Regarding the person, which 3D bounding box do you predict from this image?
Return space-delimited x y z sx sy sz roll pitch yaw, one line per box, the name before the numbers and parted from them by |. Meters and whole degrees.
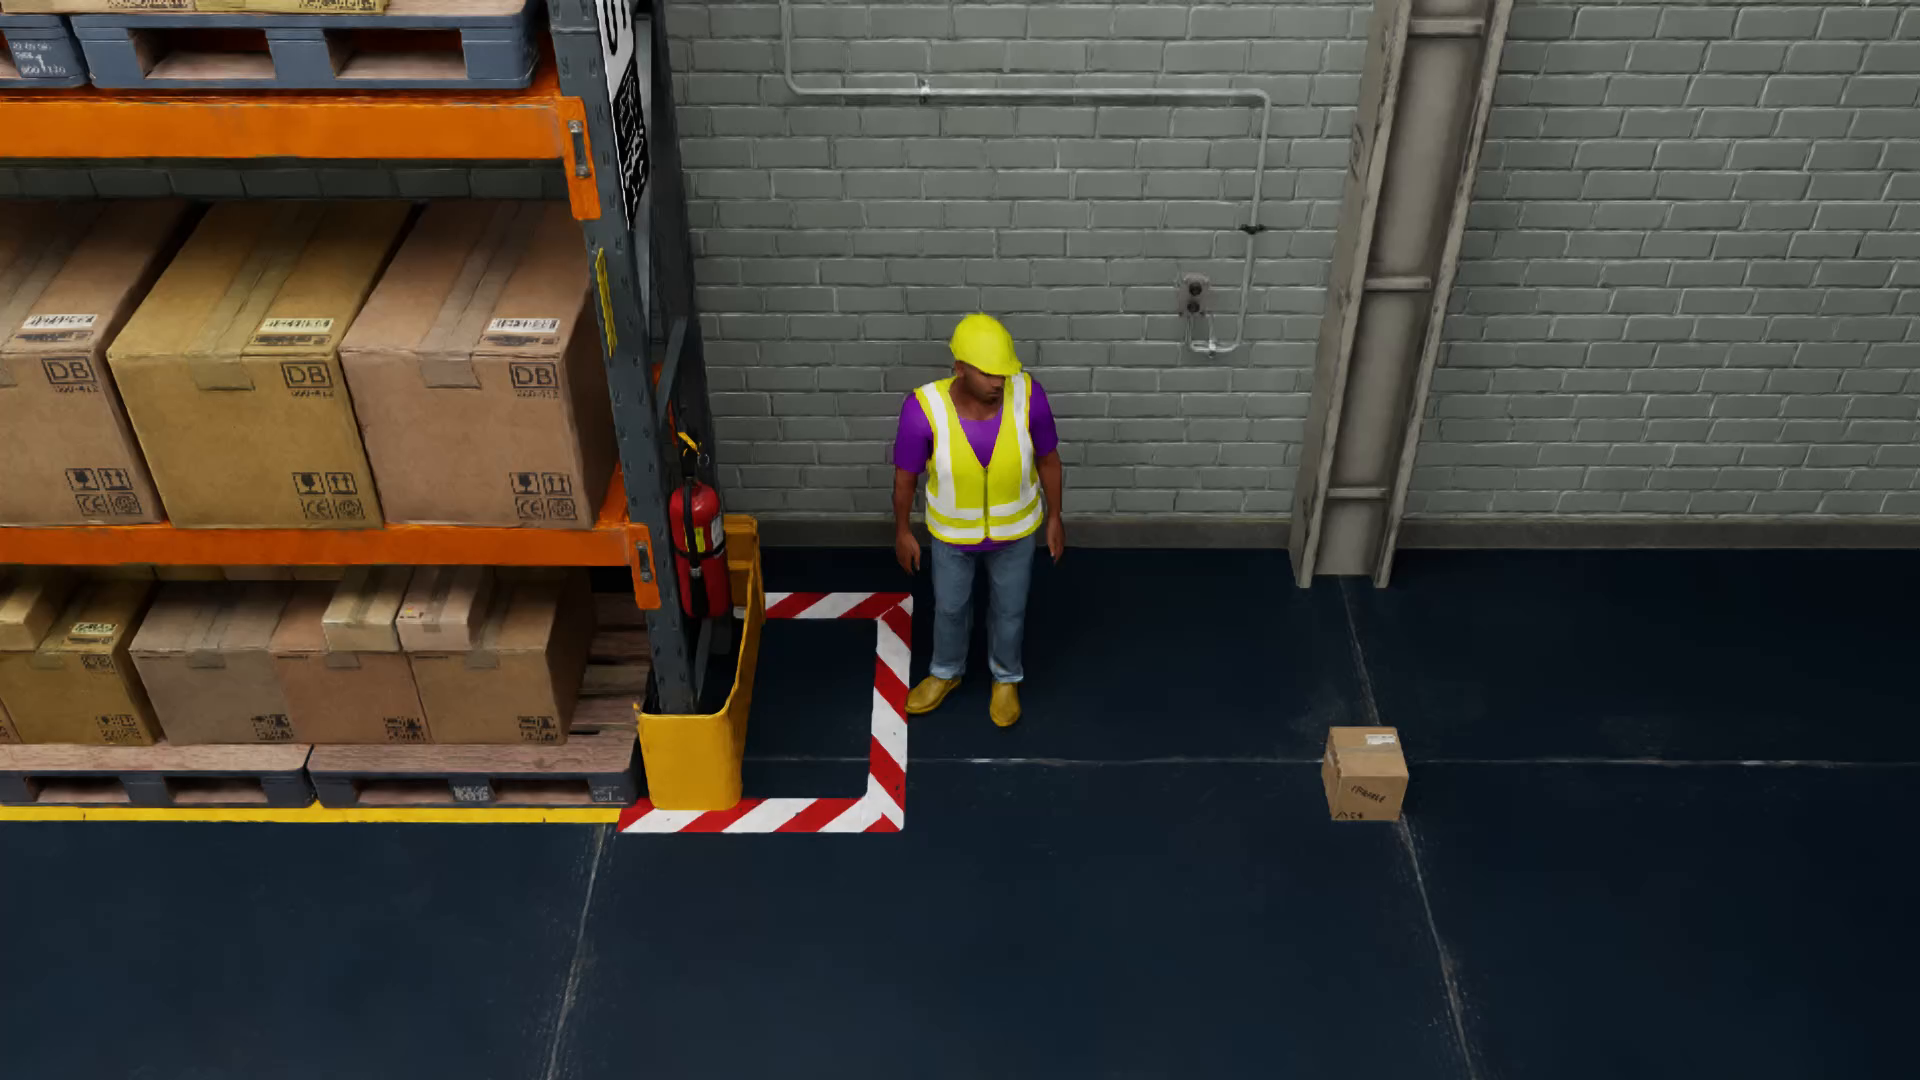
person | 0.074 -0.044 6.144 0.641 1.774 0.386 -3 39 -4
